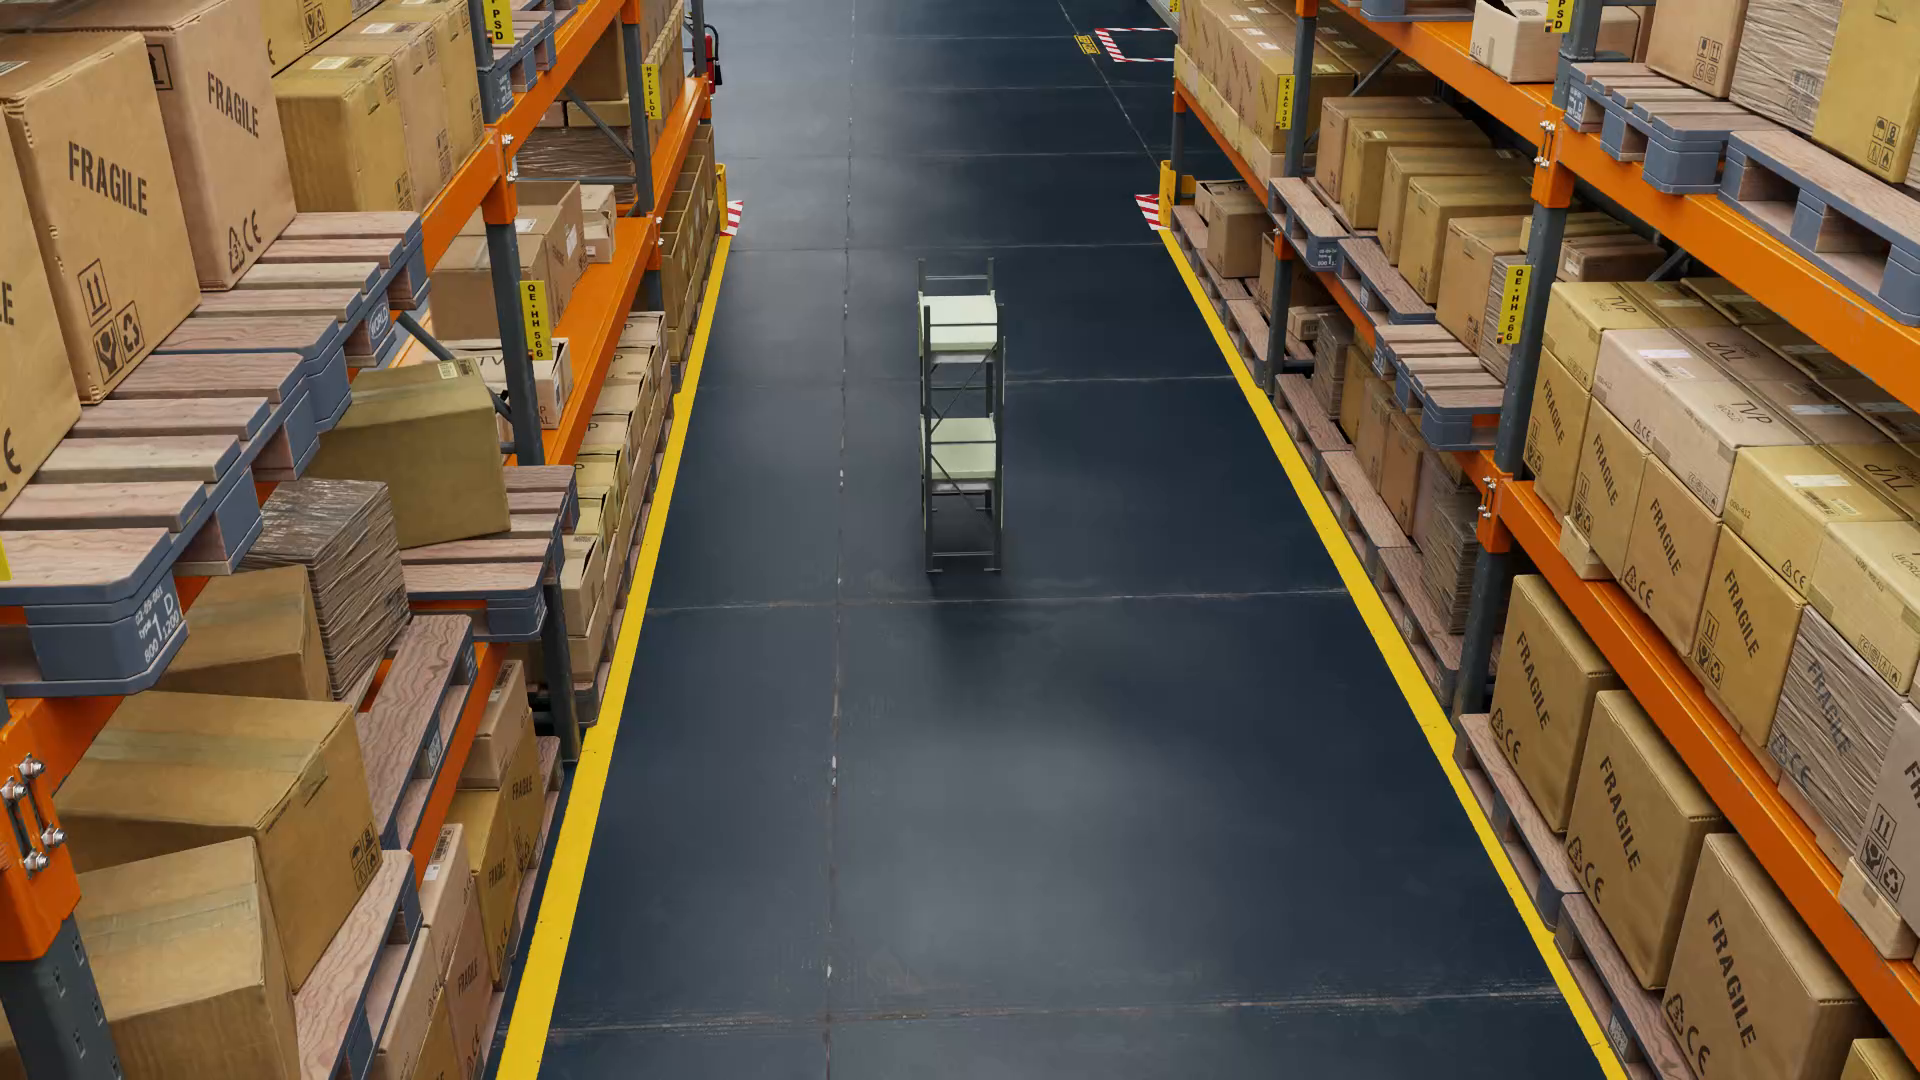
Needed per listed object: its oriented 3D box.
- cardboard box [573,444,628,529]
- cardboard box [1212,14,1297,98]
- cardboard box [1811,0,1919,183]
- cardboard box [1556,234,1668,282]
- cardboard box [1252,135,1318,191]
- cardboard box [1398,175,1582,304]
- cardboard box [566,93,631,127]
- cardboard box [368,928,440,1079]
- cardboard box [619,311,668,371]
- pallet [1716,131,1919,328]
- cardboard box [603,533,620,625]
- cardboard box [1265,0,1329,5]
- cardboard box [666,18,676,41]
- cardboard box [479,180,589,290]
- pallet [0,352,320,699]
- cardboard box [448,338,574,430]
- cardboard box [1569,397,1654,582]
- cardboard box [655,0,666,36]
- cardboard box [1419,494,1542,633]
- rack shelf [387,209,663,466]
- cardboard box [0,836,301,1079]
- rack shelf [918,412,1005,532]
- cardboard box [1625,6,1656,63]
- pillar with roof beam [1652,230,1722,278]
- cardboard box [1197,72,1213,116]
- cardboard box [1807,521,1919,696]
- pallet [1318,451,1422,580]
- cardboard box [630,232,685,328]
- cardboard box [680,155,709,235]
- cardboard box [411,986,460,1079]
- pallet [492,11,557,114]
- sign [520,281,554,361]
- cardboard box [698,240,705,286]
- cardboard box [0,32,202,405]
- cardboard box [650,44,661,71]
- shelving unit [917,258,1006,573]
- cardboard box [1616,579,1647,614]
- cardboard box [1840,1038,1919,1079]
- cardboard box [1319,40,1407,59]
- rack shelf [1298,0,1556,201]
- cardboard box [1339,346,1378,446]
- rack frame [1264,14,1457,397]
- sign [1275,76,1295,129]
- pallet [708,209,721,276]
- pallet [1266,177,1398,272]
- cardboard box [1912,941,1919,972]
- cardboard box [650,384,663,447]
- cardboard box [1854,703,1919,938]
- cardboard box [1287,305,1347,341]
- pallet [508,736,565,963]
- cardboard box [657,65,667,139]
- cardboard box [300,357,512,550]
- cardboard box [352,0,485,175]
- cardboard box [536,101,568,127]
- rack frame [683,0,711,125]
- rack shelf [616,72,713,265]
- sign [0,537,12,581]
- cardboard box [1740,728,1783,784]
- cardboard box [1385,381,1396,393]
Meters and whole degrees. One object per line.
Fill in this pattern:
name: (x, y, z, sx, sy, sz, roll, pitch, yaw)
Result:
cardboard box: (-1.987, -0.298, 8.491, 0.500, 0.311, 0.500, -2, 28, -4)
cardboard box: (2.137, -3.513, 12.072, 0.500, 0.500, 0.500, -1, 28, -1)
cardboard box: (2.933, -1.325, 4.719, 0.700, 0.500, 0.500, 0, 28, 0)
cardboard box: (2.706, -1.163, 6.950, 0.380, 0.149, 0.250, -5, 28, -9)
cardboard box: (2.218, -2.478, 10.898, 0.500, 0.250, 0.500, -1, 28, -3)
cardboard box: (2.633, -1.508, 8.314, 0.700, 0.500, 0.500, -1, 28, -3)
cardboard box: (-2.222, -2.664, 10.304, 0.380, 0.149, 0.250, -1, 28, -3)
cardboard box: (-1.818, 1.381, 4.775, 0.500, 0.250, 0.500, -1, 28, -3)
cardboard box: (-2.094, -1.239, 10.294, 0.500, 0.311, 0.500, -1, 28, -3)
pallet: (2.902, -0.911, 4.713, 1.003, 0.211, 1.213, 0, 28, 0)
cardboard box: (-1.953, 0.196, 8.149, 0.500, 0.250, 0.500, -2, 28, -4)
cardboard box: (2.590, -4.001, 13.007, 0.500, 0.500, 0.500, -1, 28, -2)
cardboard box: (-2.360, -3.855, 12.588, 0.380, 0.149, 0.250, -1, 28, -2)
cardboard box: (-2.350, -1.649, 9.060, 0.500, 0.500, 0.500, 1, 28, 1)
pallet: (-1.947, -0.058, 3.077, 1.213, 0.211, 1.003, -1, 28, -3)
cardboard box: (-2.046, -0.734, 7.510, 0.500, 0.311, 0.500, -2, 28, -3)
cardboard box: (2.542, -0.190, 5.918, 0.500, 0.500, 0.500, 0, 28, -1)
cardboard box: (-2.536, -3.954, 12.076, 0.700, 0.500, 0.500, -1, 28, -2)
cardboard box: (2.665, 0.105, 8.032, 0.700, 0.500, 0.500, -1, 28, -2)
rack shelf: (-2.297, -0.960, 8.626, 1.077, 0.370, 4.000, -1, 28, -3)
cardboard box: (-1.785, 1.037, 3.456, 0.700, 0.500, 0.500, -11, 29, -20)
rack shelf: (0.000, -0.379, 9.060, 0.431, 0.370, 0.720, -1, 28, -3)
cardboard box: (2.947, -2.198, 6.848, 0.500, 0.500, 0.500, -1, 28, -3)
pillar with roof beam: (-0.749, -3.654, 6.525, 9.100, 9.000, 0.400, -1, 28, -3)
cardboard box: (2.107, -3.406, 12.677, 0.500, 0.250, 0.500, -2, 28, -3)
cardboard box: (2.640, 0.171, 4.416, 0.500, 0.250, 0.500, -1, 28, -2)
pallet: (2.654, -0.164, 9.335, 1.003, 0.211, 1.213, -1, 28, -3)
cardboard box: (-2.113, -1.724, 11.021, 0.500, 0.500, 0.500, -1, 28, -3)
cardboard box: (-2.218, -2.648, 12.791, 0.500, 0.500, 0.500, -1, 28, -3)
cardboard box: (-1.823, 1.698, 4.977, 0.500, 0.500, 0.500, -1, 28, -2)
pallet: (-2.317, -1.913, 6.635, 1.213, 0.211, 1.003, 0, 28, 0)
sign: (-1.651, -0.851, 6.472, 0.100, 0.325, 0.005, -1, 28, -3)
cardboard box: (-2.197, -2.084, 12.522, 0.500, 0.250, 0.500, -1, 28, -3)
cardboard box: (-1.994, -0.656, 3.350, 0.600, 0.600, 0.600, -2, 28, -3)
cardboard box: (-2.306, -3.379, 11.675, 0.380, 0.149, 0.250, -2, 28, -3)
shelving unit: (0.000, -0.668, 8.909, 0.431, 1.500, 0.755, -1, 28, -3)
cardboard box: (2.610, 0.138, 5.993, 0.380, 0.149, 0.250, -2, 28, -3)
cardboard box: (2.800, 1.840, 4.349, 0.750, 0.750, 0.750, -1, 28, -2)
cardboard box: (2.706, -3.060, 11.203, 0.500, 0.500, 0.500, -2, 28, -3)
rack shelf: (2.650, -2.412, 8.165, 1.077, 0.370, 4.000, -1, 28, -3)
cardboard box: (2.678, -0.834, 9.833, 0.700, 0.500, 0.500, -2, 28, -4)
rack frame: (2.546, -2.324, 10.463, 1.000, 3.000, 0.127, -1, 28, -3)
sign: (2.004, -2.691, 10.231, 0.100, 0.325, 0.005, -1, 28, -3)
pallet: (-2.528, -2.462, 13.742, 1.003, 0.211, 1.213, -1, 28, -3)
pallet: (2.440, -1.883, 9.824, 1.003, 0.211, 1.213, -1, 28, -3)
cardboard box: (2.658, 1.087, 4.173, 0.380, 0.149, 0.250, -1, 28, -1)
cardboard box: (-2.065, -0.752, 9.967, 0.500, 0.250, 0.500, -2, 28, -3)
cardboard box: (2.651, 0.743, 4.131, 0.500, 0.500, 0.500, -1, 28, -2)
cardboard box: (2.488, -1.509, 11.489, 0.380, 0.166, 0.250, -5, 28, -9)
pallet: (-2.191, 1.226, 6.670, 1.003, 0.211, 1.213, -1, 28, -3)
cardboard box: (-2.515, -3.164, 11.964, 0.700, 0.500, 0.500, -1, 28, -1)
cardboard box: (-2.047, -0.298, 6.016, 0.700, 0.500, 0.500, -11, 29, -20)
cardboard box: (-2.136, -1.529, 5.587, 0.910, 0.500, 0.500, -1, 28, -3)
cardboard box: (-2.629, -2.655, 10.288, 0.380, 0.149, 0.250, -1, 28, -3)
rack frame: (-2.610, -4.050, 13.772, 1.000, 3.000, 0.127, -1, 28, -3)
rack shelf: (-2.506, -2.808, 12.167, 1.077, 0.370, 4.000, -1, 28, -3)
sign: (-1.442, -0.084, 2.365, 0.100, 0.325, 0.005, -1, 28, -3)
cardboard box: (2.638, 0.613, 5.082, 0.380, 0.149, 0.250, -1, 28, -1)
cardboard box: (2.658, -0.961, 9.264, 0.500, 0.250, 0.500, -2, 28, -4)
